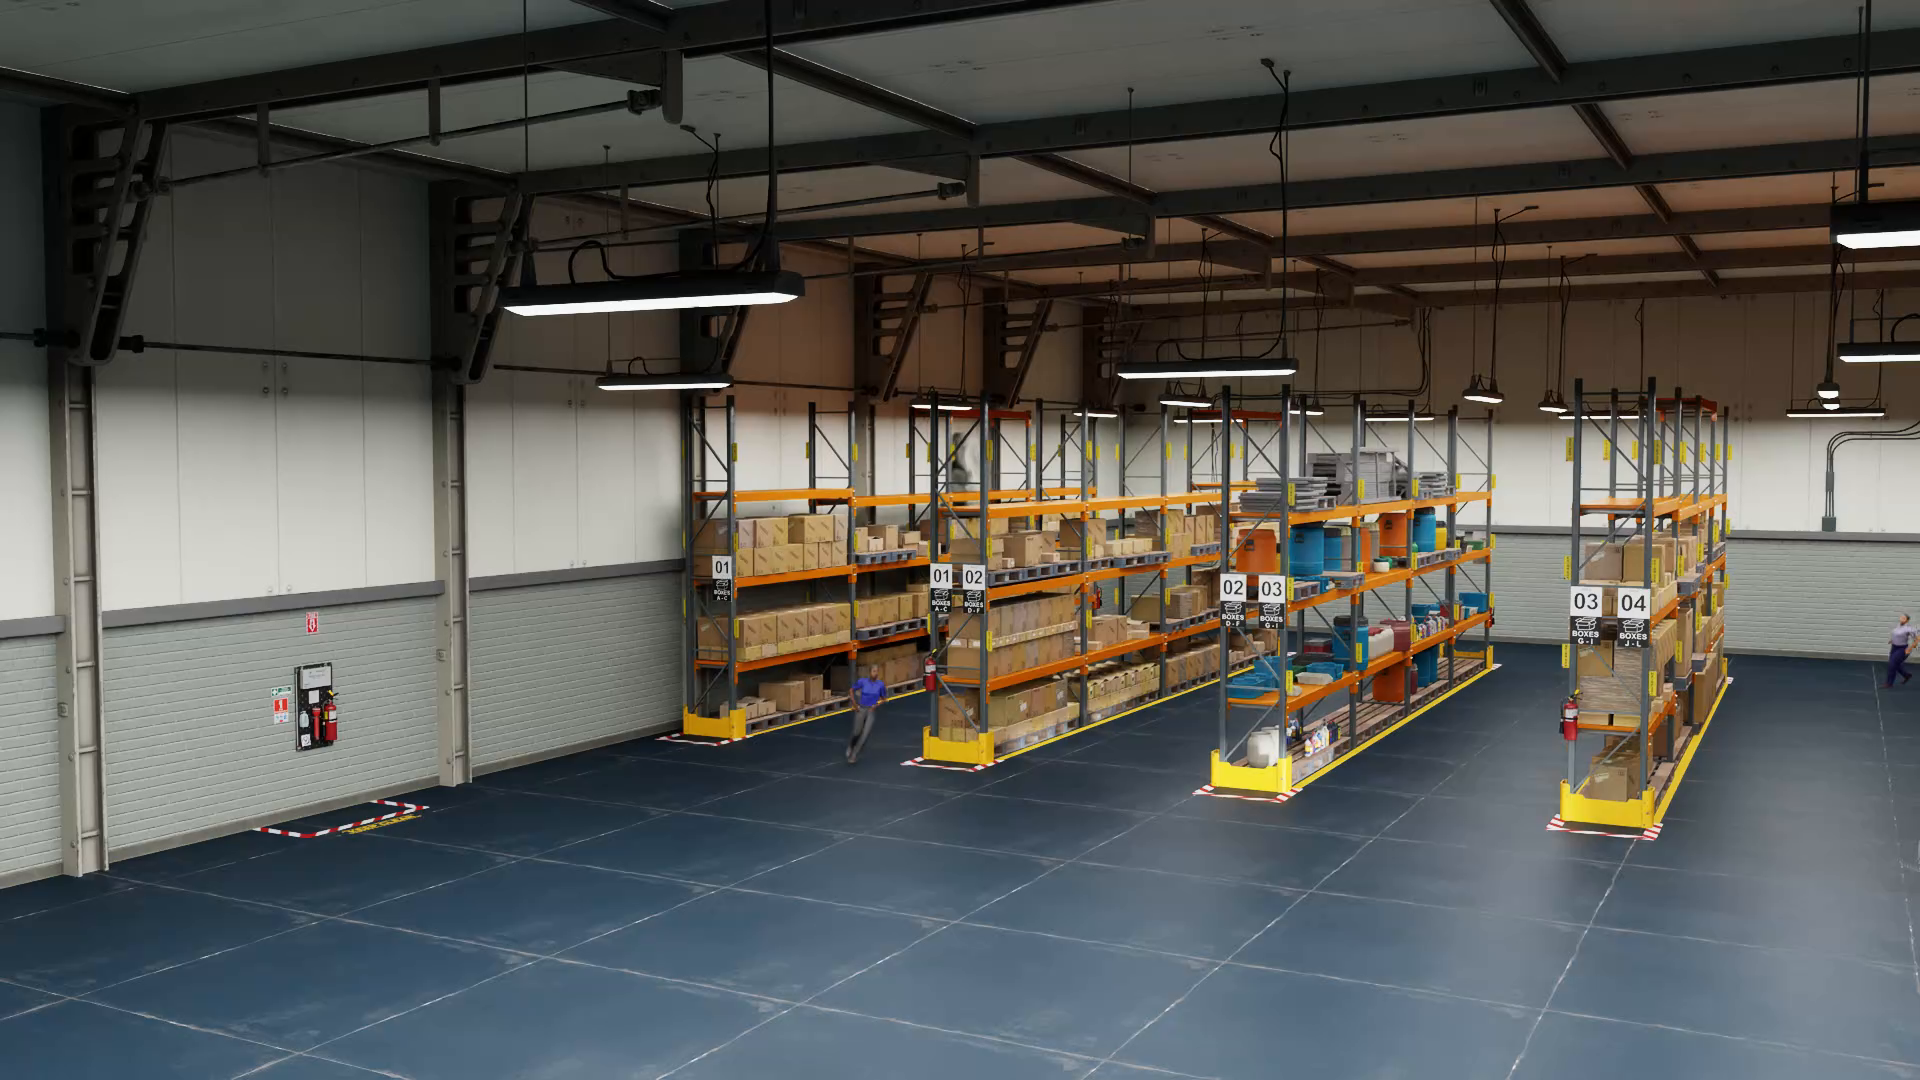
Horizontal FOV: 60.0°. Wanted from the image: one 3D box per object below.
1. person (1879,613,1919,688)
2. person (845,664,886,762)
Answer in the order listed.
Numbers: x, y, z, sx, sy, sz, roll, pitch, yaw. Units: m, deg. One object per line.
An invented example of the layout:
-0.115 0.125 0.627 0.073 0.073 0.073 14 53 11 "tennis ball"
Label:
19.951 2.351 35.213 0.810 1.606 0.663 0 3 -7 "person"
-1.516 2.800 26.879 0.656 1.587 0.556 -1 3 -10 "person"
